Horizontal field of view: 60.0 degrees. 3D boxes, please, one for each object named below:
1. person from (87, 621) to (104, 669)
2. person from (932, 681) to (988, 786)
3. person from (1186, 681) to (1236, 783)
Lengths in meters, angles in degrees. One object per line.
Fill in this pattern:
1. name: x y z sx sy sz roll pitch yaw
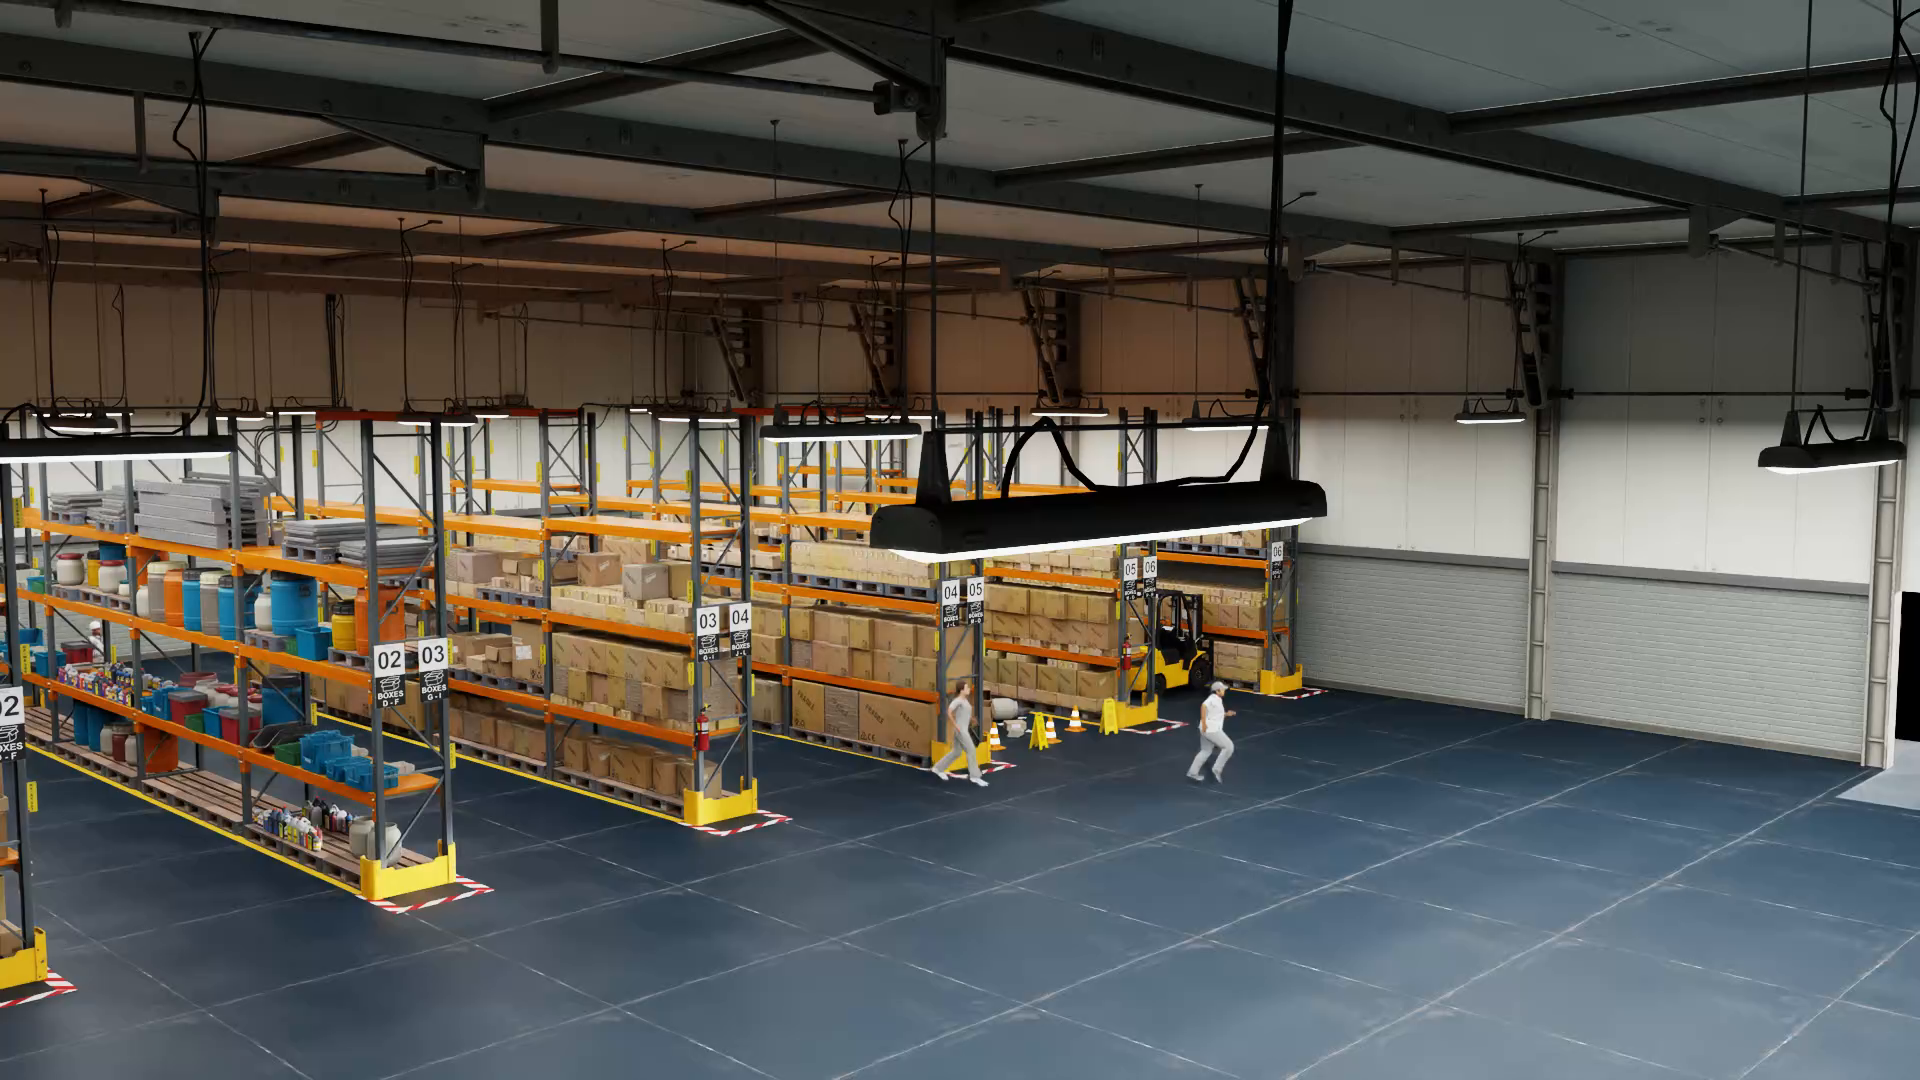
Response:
1. person: -17.327 2.508 33.396 0.686 1.799 0.650 1 5 13
2. person: 0.001 3.114 26.901 0.931 1.684 0.579 0 5 5
3. person: 4.077 3.122 26.960 0.796 1.662 0.630 0 5 1
